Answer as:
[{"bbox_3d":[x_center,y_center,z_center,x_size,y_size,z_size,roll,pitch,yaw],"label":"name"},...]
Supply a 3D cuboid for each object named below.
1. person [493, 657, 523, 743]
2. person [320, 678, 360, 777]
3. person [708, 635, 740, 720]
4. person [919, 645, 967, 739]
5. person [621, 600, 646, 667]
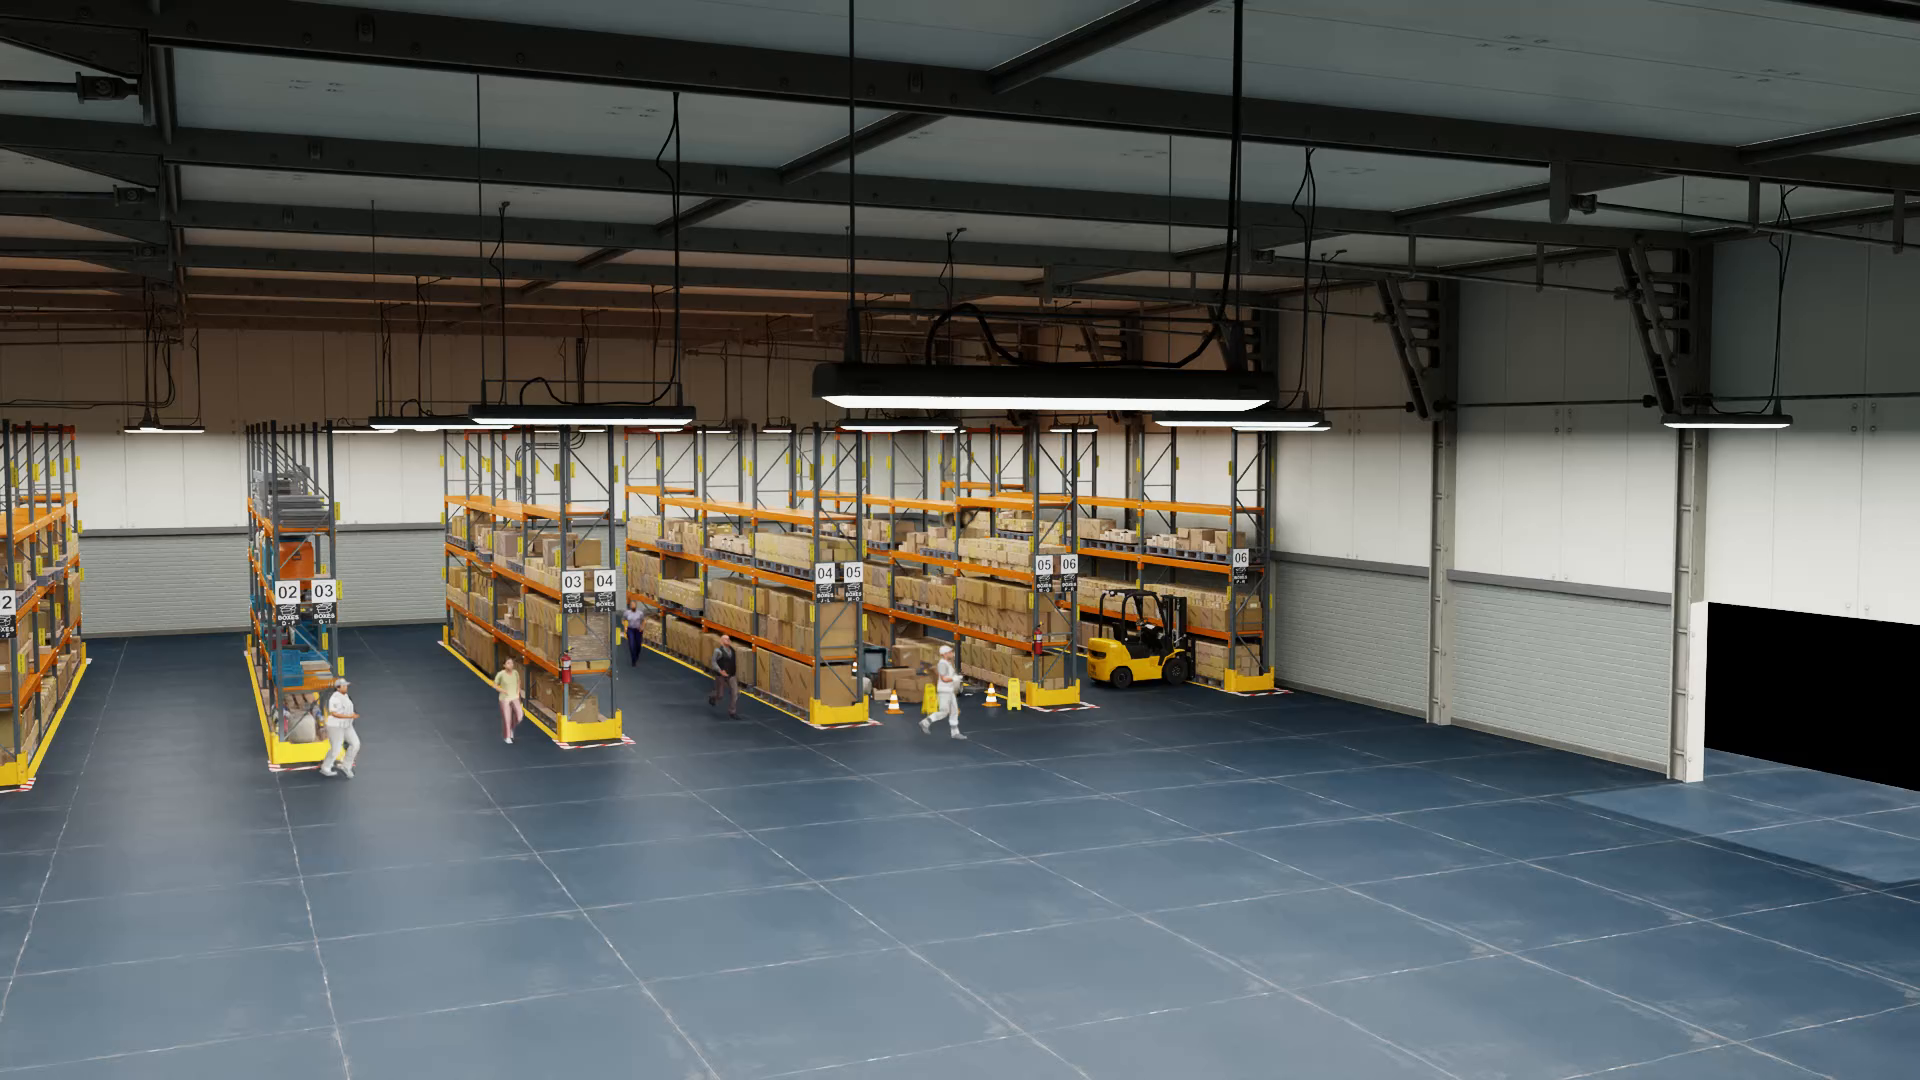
[{"bbox_3d":[-8.390,2.982,30.968,0.587,1.620,0.566,-3,5,-39],"label":"person"},{"bbox_3d":[-10.364,3.170,27.861,0.707,1.719,0.618,1,4,9],"label":"person"},{"bbox_3d":[-4.792,2.783,33.888,0.643,1.710,0.993,-3,4,-36],"label":"person"},{"bbox_3d":[-0.307,2.860,31.289,0.908,1.770,0.668,1,4,11],"label":"person"},{"bbox_3d":[-8.161,2.319,41.625,0.616,1.629,0.742,-1,4,-18],"label":"person"}]
